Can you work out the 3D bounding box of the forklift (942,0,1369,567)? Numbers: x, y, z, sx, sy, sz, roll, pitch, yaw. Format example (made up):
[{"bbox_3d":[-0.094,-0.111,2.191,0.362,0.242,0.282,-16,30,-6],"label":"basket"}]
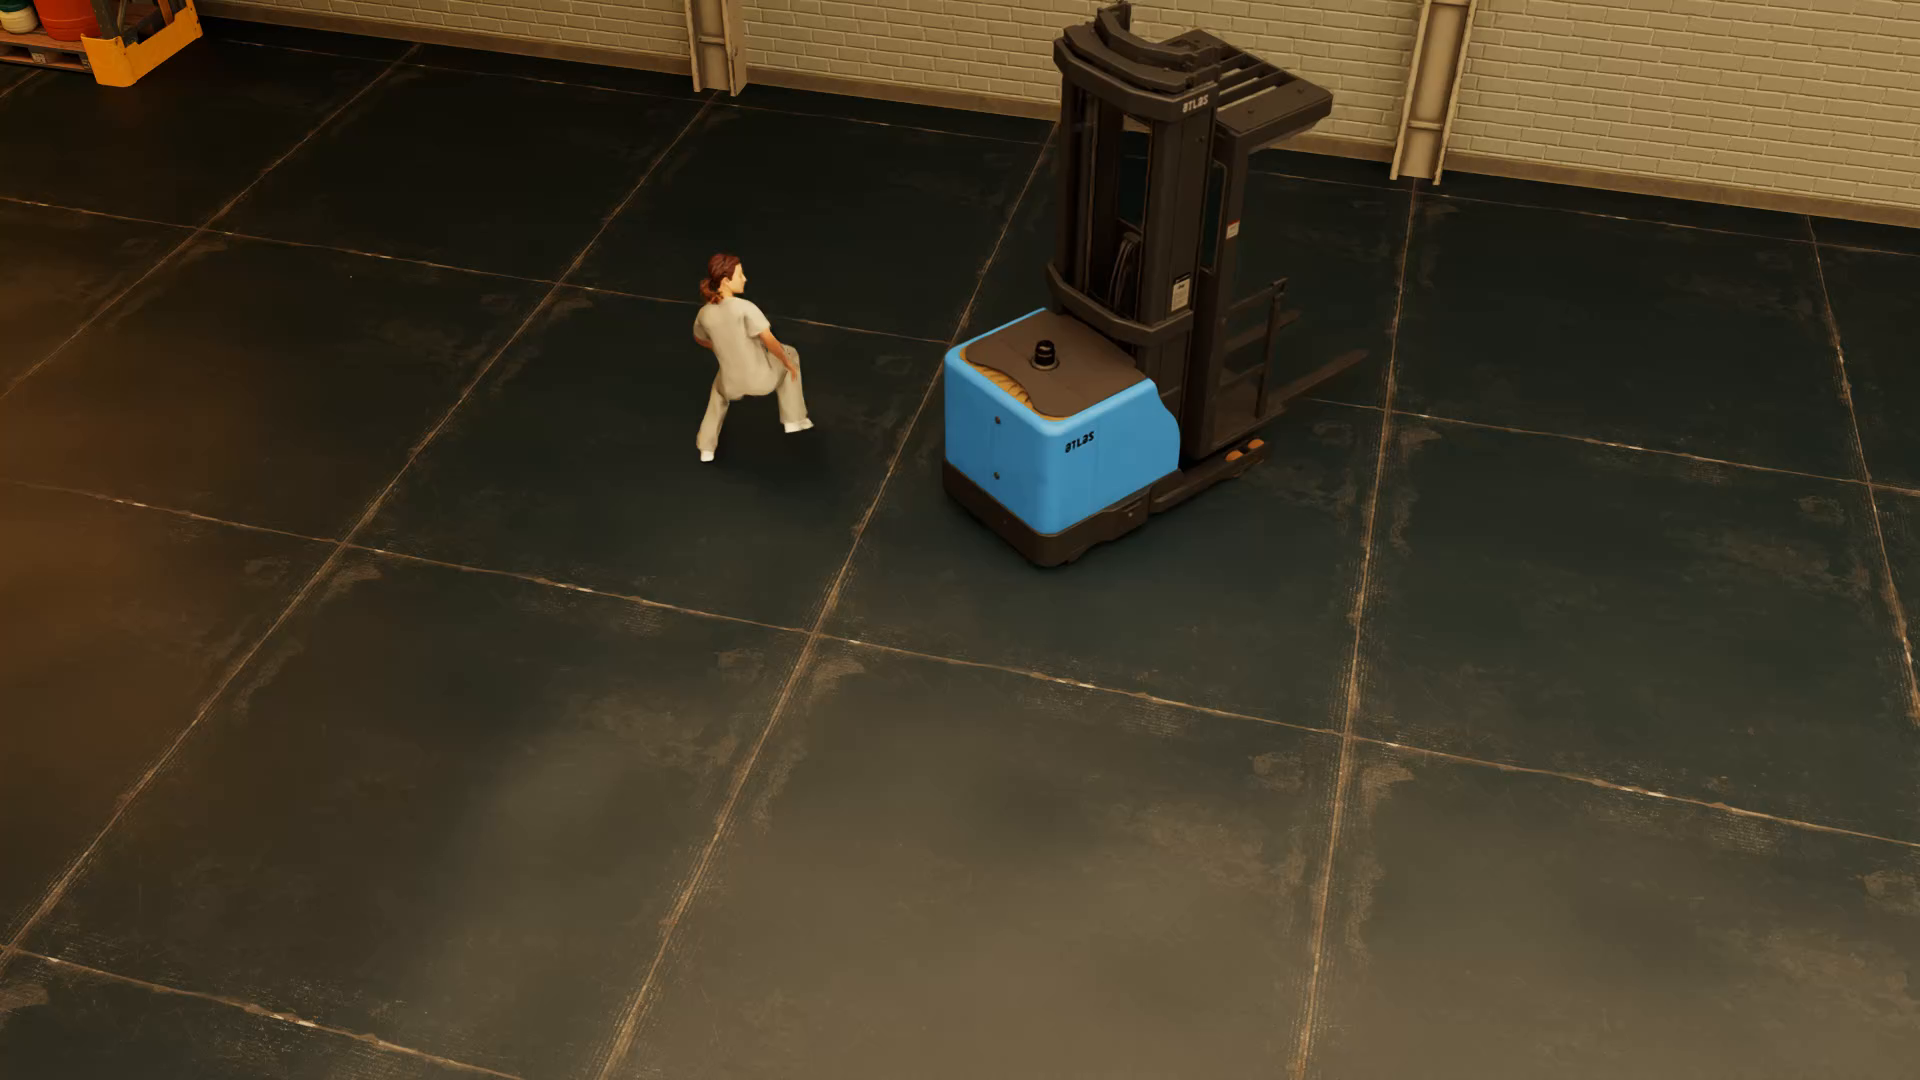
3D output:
[{"bbox_3d":[1.362,-1.751,9.859,3.031,2.935,1.130,-28,48,-28],"label":"forklift"}]

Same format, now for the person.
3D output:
[{"bbox_3d":[-1.327,-1.115,10.312,0.718,1.443,0.597,7,42,7],"label":"person"}]
